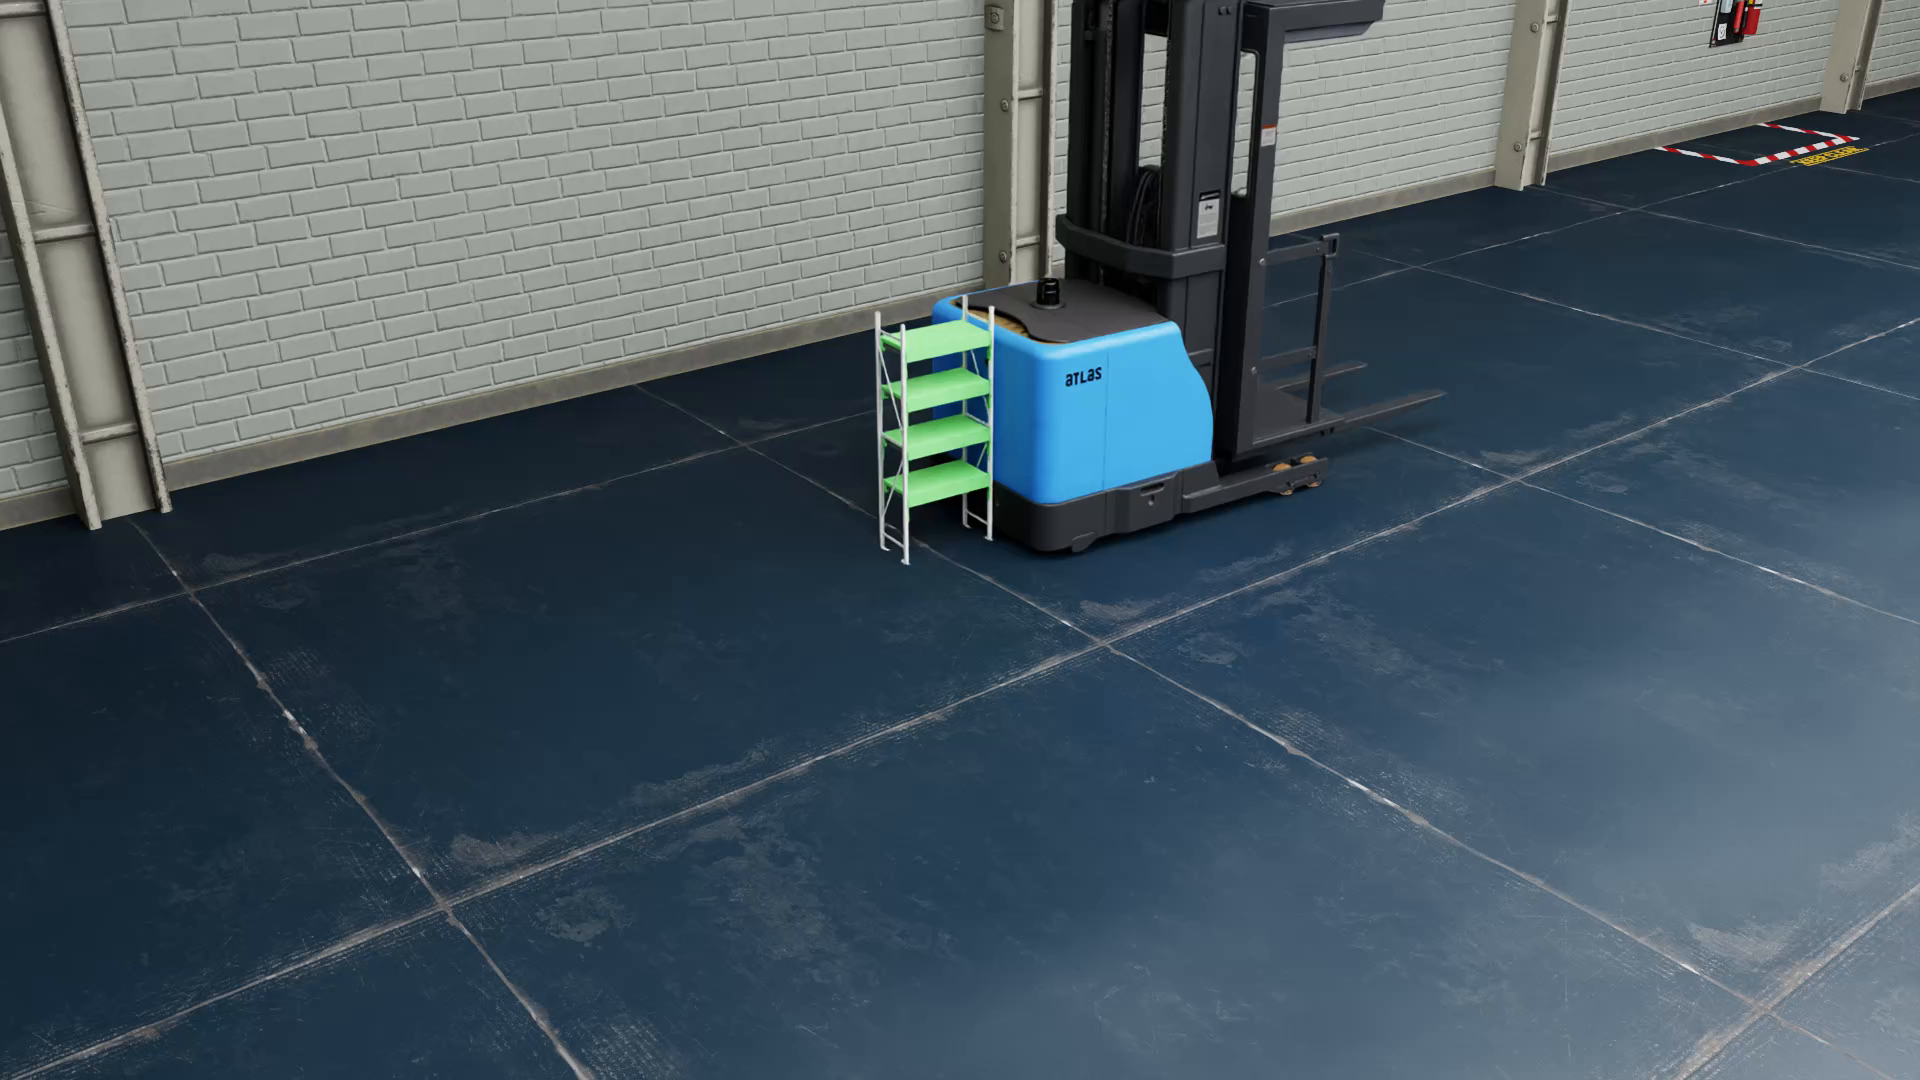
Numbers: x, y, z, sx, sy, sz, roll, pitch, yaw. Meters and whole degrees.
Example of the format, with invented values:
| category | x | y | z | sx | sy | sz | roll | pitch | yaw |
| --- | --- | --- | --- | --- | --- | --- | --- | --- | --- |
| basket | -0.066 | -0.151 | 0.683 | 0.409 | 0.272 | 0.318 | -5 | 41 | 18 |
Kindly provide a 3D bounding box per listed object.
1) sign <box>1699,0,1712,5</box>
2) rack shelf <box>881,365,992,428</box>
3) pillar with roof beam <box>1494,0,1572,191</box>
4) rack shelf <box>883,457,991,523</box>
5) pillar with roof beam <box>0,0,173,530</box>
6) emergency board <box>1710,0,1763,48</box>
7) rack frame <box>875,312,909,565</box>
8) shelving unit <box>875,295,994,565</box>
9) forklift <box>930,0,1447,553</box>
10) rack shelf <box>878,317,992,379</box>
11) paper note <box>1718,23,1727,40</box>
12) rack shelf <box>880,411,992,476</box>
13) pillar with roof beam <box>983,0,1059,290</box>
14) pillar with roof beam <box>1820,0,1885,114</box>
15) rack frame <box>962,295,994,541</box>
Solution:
| category | x | y | z | sx | sy | sz | roll | pitch | yaw |
| --- | --- | --- | --- | --- | --- | --- | --- | --- | --- |
| sign | 7.386 | -5.465 | 16.420 | 0.234 | 0.329 | 0.001 | -18 | 31 | -34 |
| rack shelf | -0.118 | -0.684 | 7.879 | 0.480 | 0.148 | 0.258 | -16 | 29 | -30 |
| pillar with roof beam | 7.788 | -5.924 | 10.325 | 0.400 | 9.000 | 9.100 | -18 | 31 | -34 |
| rack shelf | -0.118 | -0.248 | 8.081 | 0.480 | 0.148 | 0.258 | -16 | 29 | -30 |
| pillar with roof beam | -1.655 | -2.807 | 3.609 | 0.400 | 9.000 | 9.100 | -18 | 31 | -34 |
| emergency board | 7.885 | -5.558 | 16.663 | 0.643 | 1.169 | 0.194 | -18 | 31 | -34 |
| rack frame | -0.320 | -0.466 | 7.830 | 0.015 | 1.200 | 0.240 | -16 | 29 | -30 |
| shelving unit | -0.118 | -0.524 | 7.953 | 0.503 | 1.200 | 0.258 | -16 | 29 | -30 |
| forklift | 1.353 | -1.731 | 8.499 | 3.031 | 2.935 | 1.130 | -16 | 29 | -30 |
| rack shelf | -0.118 | -0.901 | 7.778 | 0.480 | 0.148 | 0.258 | -16 | 29 | -30 |
| paper note | 7.703 | -5.136 | 16.799 | 0.142 | 0.148 | 0.016 | -18 | 31 | -34 |
| rack shelf | -0.118 | -0.466 | 7.980 | 0.480 | 0.148 | 0.258 | -16 | 29 | -30 |
| pillar with roof beam | 3.067 | -4.366 | 6.967 | 0.400 | 9.000 | 9.100 | -18 | 31 | -34 |
| pillar with roof beam | 12.510 | -7.483 | 13.683 | 0.400 | 9.000 | 9.100 | -18 | 31 | -34 |
| rack frame | 0.085 | -0.581 | 8.077 | 0.015 | 1.200 | 0.240 | -16 | 29 | -30 |
